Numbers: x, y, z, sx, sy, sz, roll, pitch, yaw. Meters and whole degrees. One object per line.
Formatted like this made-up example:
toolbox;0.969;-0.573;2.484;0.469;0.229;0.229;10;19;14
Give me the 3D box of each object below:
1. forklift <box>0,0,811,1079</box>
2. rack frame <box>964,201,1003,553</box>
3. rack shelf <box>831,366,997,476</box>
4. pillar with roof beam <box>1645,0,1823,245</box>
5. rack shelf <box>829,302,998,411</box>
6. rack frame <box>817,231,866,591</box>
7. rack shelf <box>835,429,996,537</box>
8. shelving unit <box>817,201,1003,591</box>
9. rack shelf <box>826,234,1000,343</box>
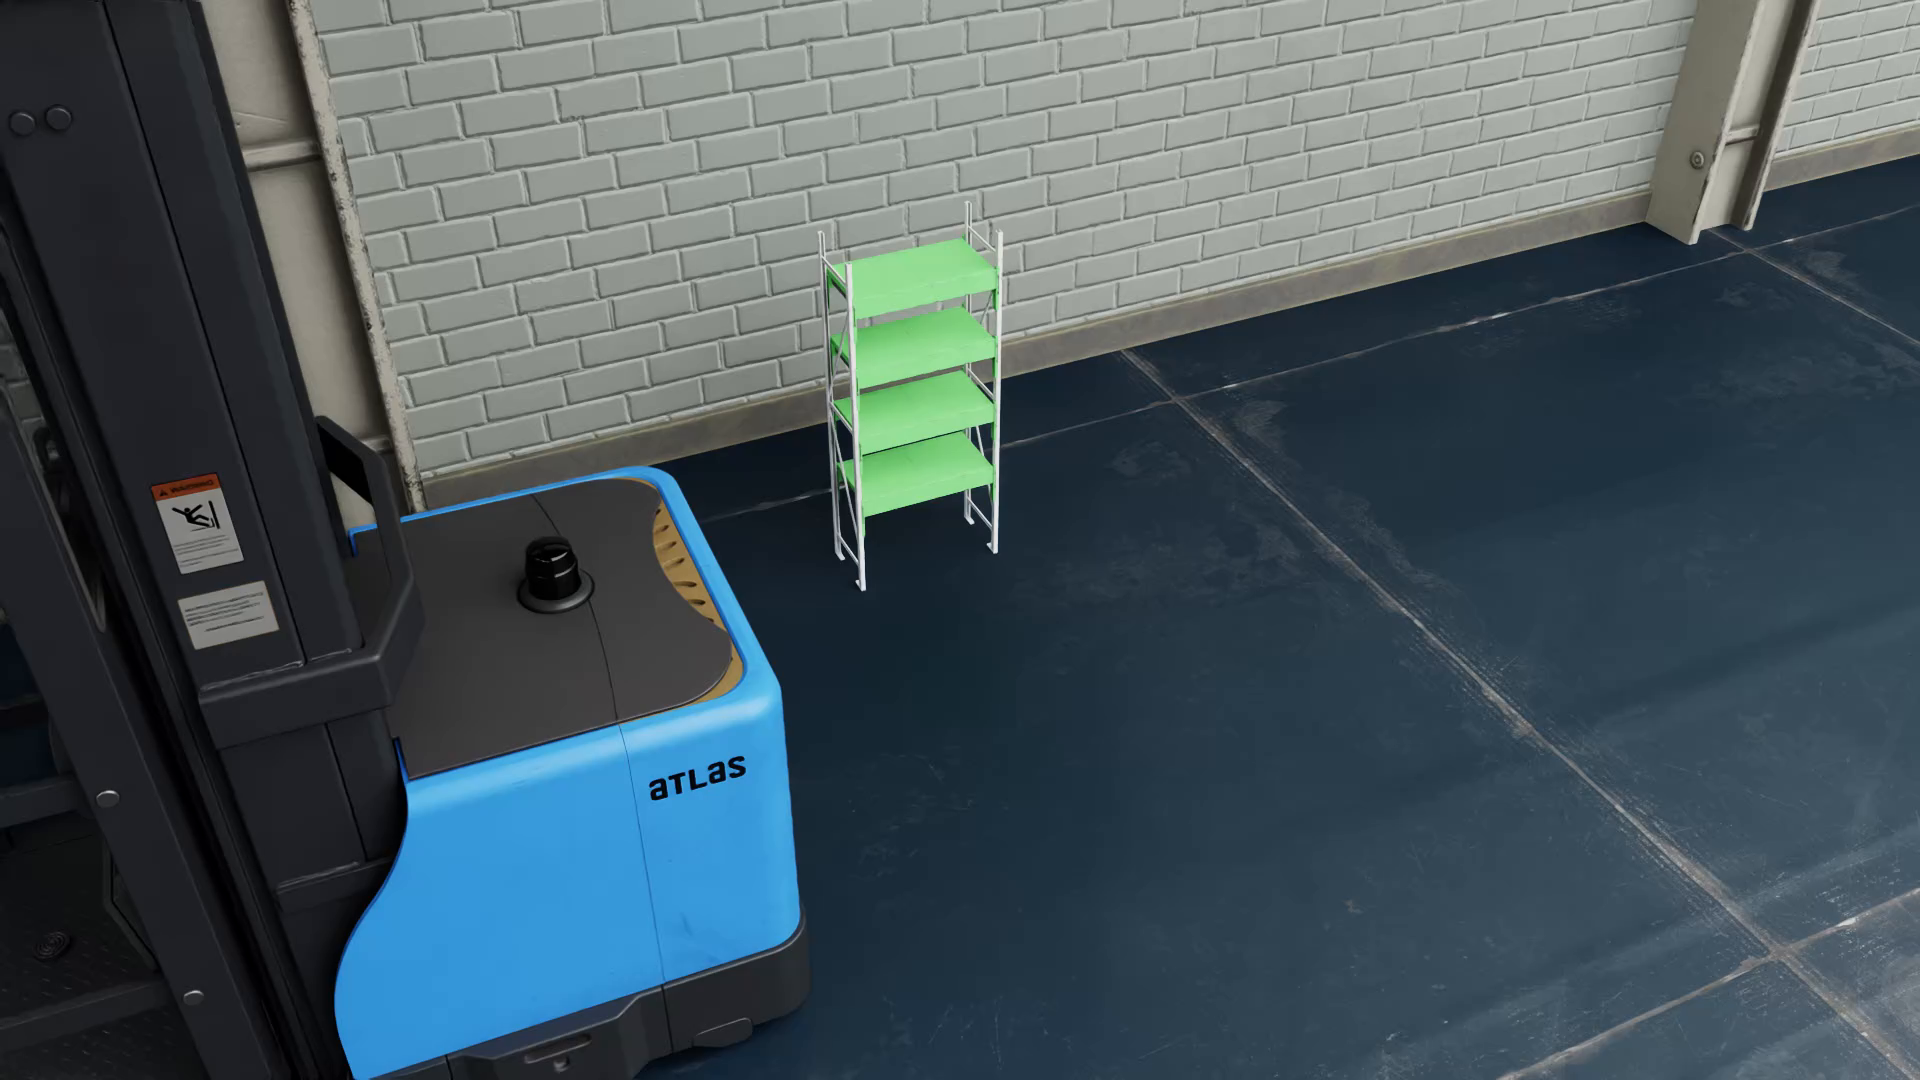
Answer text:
forklift;-1.936;0.085;3.176;3.031;2.935;1.130;-14;39;-18
rack frame;0.071;-0.502;5.419;0.015;1.200;0.240;-16;39;-20
rack shelf;-0.150;-0.389;5.374;0.480;0.148;0.258;-16;39;-20
pillar with roof beam;5.253;-2.767;1.926;0.400;9.000;9.100;-16;39;-20
rack shelf;-0.150;-0.581;5.231;0.480;0.148;0.258;-16;39;-20
rack frame;-0.371;-0.378;5.253;0.015;1.200;0.240;-16;39;-20
rack shelf;-0.150;-0.196;5.517;0.480;0.148;0.258;-16;39;-20
shelving unit;-0.150;-0.440;5.336;0.503;1.200;0.258;-16;39;-20
rack shelf;-0.150;-0.774;5.088;0.480;0.148;0.258;-16;39;-20
